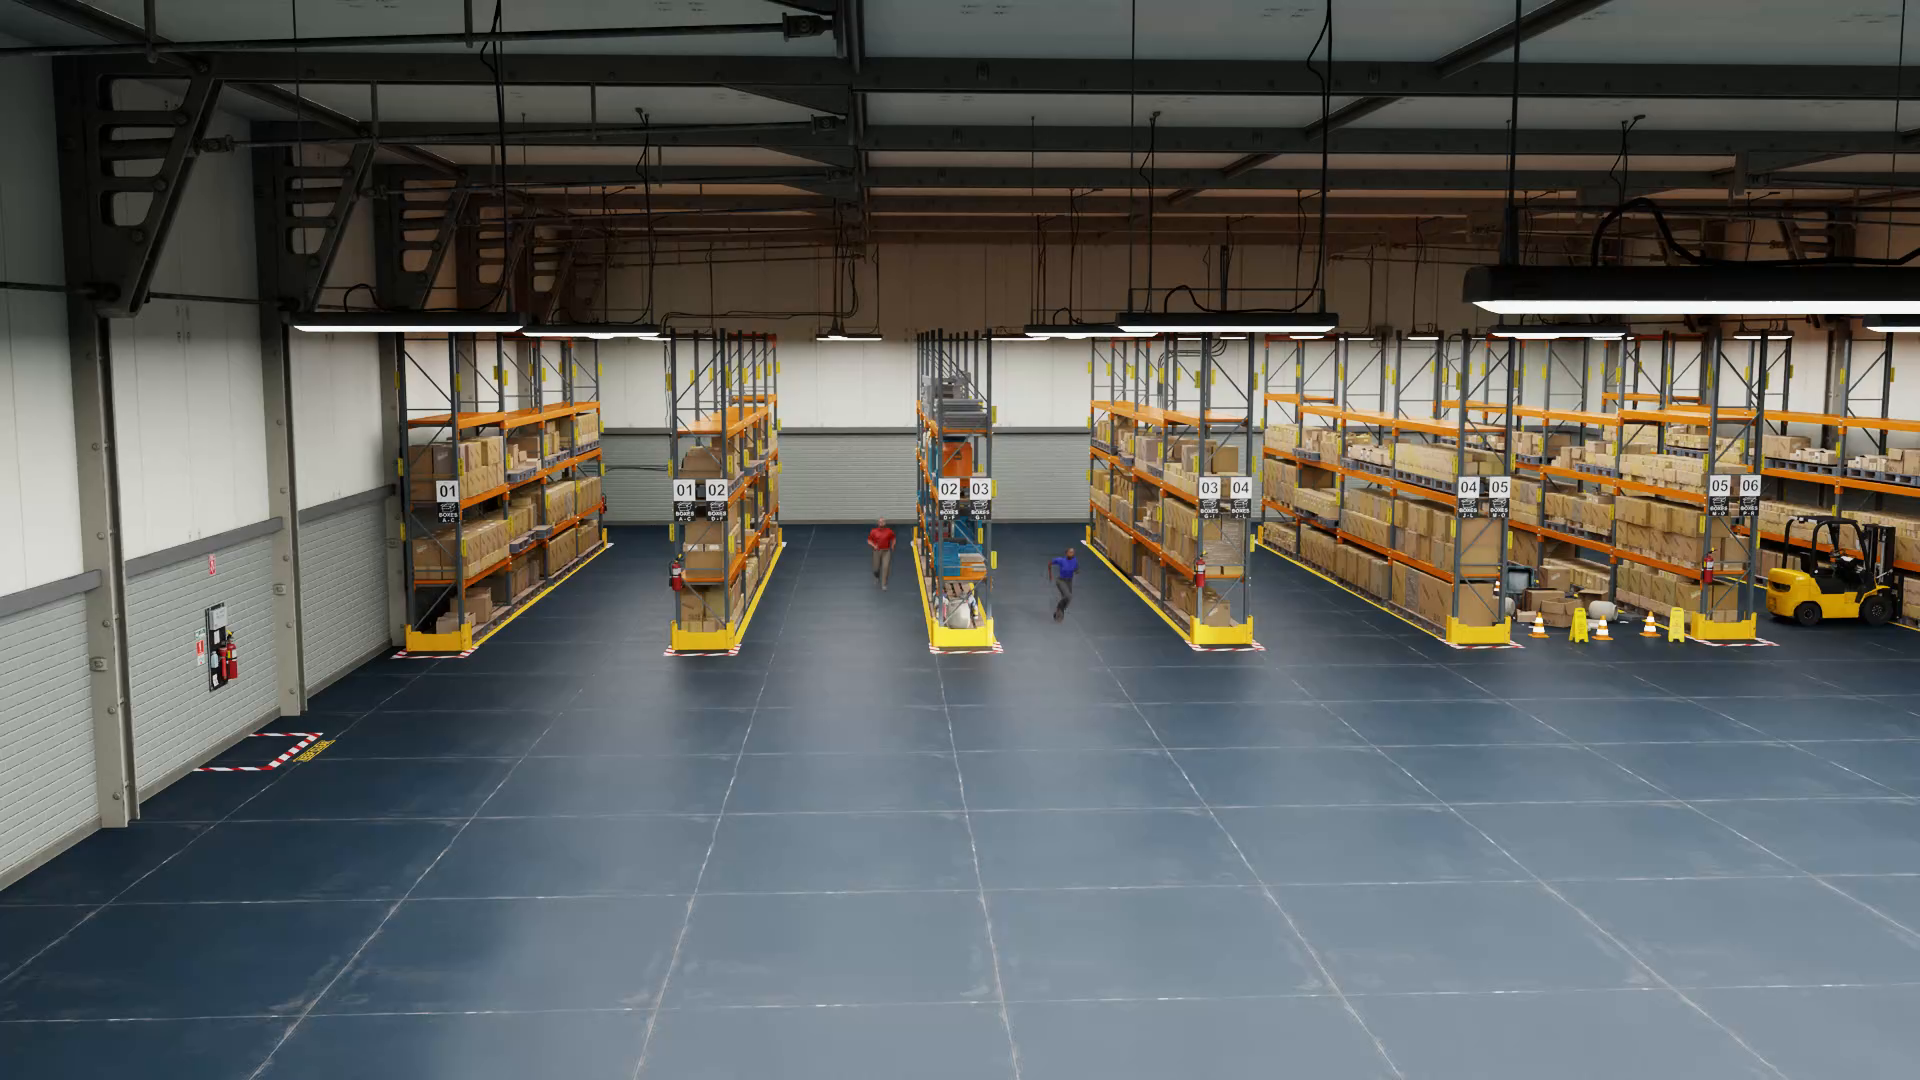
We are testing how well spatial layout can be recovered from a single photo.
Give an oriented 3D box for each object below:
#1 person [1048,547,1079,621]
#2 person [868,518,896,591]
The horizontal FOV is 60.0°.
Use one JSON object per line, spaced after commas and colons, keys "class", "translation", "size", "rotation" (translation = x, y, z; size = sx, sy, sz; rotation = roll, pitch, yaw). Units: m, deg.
{"class": "person", "translation": [2.161, 0.913, 34.163], "size": [0.562, 1.575, 0.787], "rotation": [-4, 8, -31]}
{"class": "person", "translation": [-1.813, 0.314, 38.813], "size": [0.674, 1.682, 0.782], "rotation": [-1, 7, -5]}
